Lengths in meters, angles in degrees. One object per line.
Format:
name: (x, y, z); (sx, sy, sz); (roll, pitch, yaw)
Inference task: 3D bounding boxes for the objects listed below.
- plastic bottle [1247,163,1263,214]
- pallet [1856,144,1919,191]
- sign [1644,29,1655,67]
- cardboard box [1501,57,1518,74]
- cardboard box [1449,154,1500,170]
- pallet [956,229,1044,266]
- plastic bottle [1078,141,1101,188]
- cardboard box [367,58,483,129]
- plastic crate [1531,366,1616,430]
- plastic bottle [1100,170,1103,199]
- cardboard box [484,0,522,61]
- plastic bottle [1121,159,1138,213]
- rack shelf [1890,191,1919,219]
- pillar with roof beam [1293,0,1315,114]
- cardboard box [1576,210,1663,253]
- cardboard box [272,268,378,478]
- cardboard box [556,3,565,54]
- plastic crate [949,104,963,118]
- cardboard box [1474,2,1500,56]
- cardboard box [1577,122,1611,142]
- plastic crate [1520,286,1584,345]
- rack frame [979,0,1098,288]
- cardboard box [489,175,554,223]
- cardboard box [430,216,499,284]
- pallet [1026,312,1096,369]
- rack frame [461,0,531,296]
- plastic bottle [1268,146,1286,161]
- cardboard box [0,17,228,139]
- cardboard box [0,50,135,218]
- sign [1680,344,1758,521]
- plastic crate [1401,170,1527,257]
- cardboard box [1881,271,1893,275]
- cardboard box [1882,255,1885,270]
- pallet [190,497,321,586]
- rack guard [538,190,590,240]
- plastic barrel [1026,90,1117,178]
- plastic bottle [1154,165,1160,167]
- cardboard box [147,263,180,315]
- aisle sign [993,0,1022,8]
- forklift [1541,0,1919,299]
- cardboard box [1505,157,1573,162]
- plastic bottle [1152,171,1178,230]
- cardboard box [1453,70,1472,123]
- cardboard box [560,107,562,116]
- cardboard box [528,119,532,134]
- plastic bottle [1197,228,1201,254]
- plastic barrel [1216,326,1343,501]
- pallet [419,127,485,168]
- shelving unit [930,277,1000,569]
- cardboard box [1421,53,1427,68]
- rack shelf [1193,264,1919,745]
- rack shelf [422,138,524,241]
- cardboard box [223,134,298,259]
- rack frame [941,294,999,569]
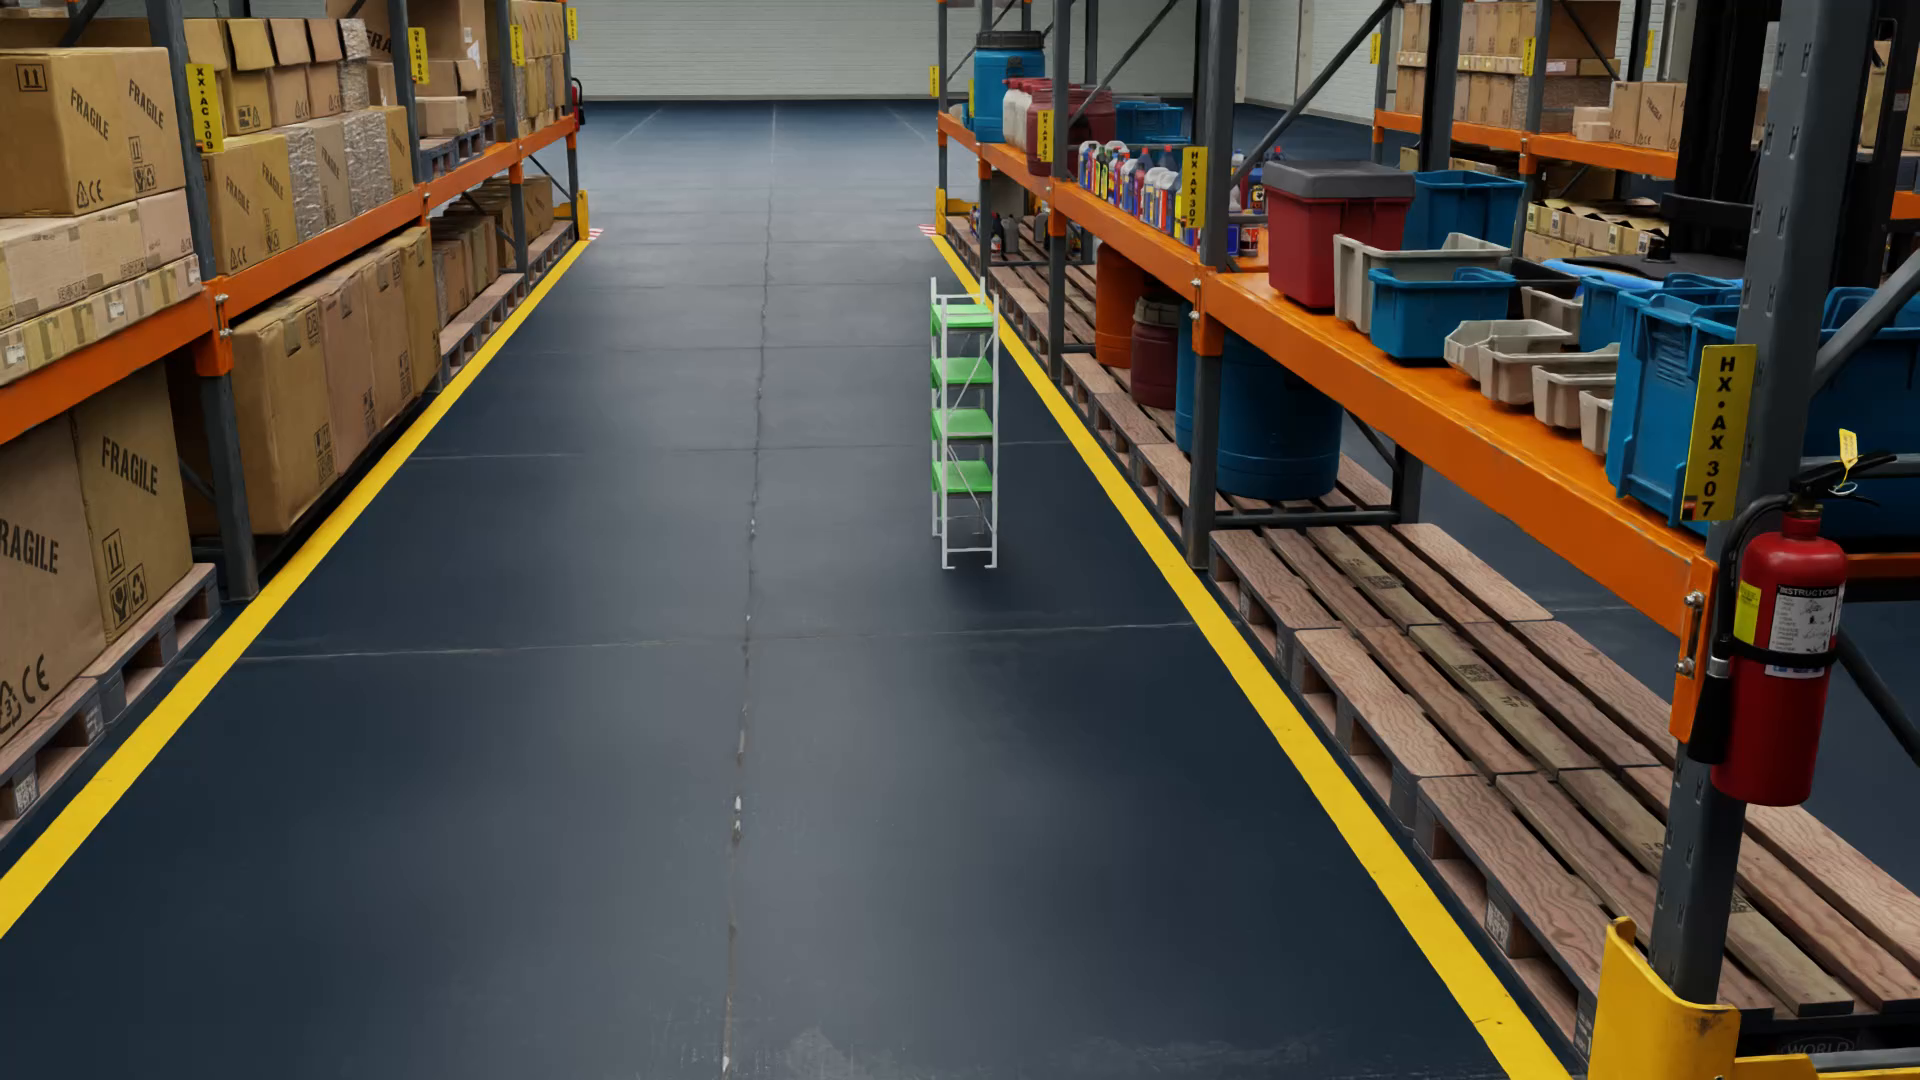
plastic bottle: (1.567, -1.849, 8.774); (0.097, 0.271, 0.097); (0, 17, 0)
pallet: (6.158, -2.379, 10.568); (1.213, 0.211, 1.003); (-2, 18, -6)
sign: (6.145, -4.397, 14.873); (0.100, 0.325, 0.005); (-2, 18, -6)
cardboard box: (5.312, -4.446, 15.580); (0.380, 0.149, 0.250); (-2, 18, -7)
cardboard box: (5.179, -3.687, 17.050); (0.500, 0.500, 0.500); (-2, 18, -6)
pallet: (0.522, -2.946, 16.708); (1.003, 0.211, 1.213); (-2, 18, -6)
plastic bottle: (0.814, -2.321, 10.268); (0.152, 0.276, 0.135); (-2, 18, -6)
cardboard box: (-3.977, -3.293, 12.286); (0.797, 0.503, 0.637); (0, 17, 0)
plastic crate: (1.636, -0.362, 4.163); (0.396, 0.136, 0.243); (-2, 18, -6)
plastic bottle: (0.860, -2.072, 9.601); (0.097, 0.201, 0.097); (0, 17, 0)
cardboard box: (-4.042, -4.366, 14.243); (0.500, 0.500, 0.500); (-2, 18, -6)
plastic bottle: (0.957, -1.907, 8.952); (0.152, 0.276, 0.135); (-2, 18, -6)
rack shelf: (6.225, -1.732, 9.386); (1.077, 0.370, 4.000); (-2, 18, -6)
pillar with roof beam: (4.295, -14.906, 40.134); (9.100, 9.000, 0.400); (-2, 18, -6)
cardboard box: (5.502, -2.584, 13.854); (0.500, 0.311, 0.500); (-2, 18, -7)
cardboard box: (-3.602, -0.817, 8.117); (1.225, 0.875, 0.875); (-2, 18, -8)
cardboard box: (-4.358, -5.260, 17.090); (0.500, 0.500, 0.500); (-2, 18, -6)
plastic crate: (0.038, -4.500, 17.443); (0.298, 0.136, 0.250); (-2, 18, -6)
cardboard box: (5.449, -4.961, 16.138); (0.700, 0.500, 0.500); (-2, 18, -6)
cardboard box: (5.494, -3.472, 14.149); (0.380, 0.149, 0.250); (-2, 18, -6)
plastic crate: (1.982, -0.720, 5.304); (0.293, 0.136, 0.466); (-2, 18, -6)
rack frame: (0.679, -3.710, 14.488); (1.000, 3.000, 0.127); (-2, 18, -6)
cardboard box: (-4.613, -3.570, 17.514); (0.500, 0.500, 0.500); (1, 17, 5)
cardboard box: (-4.206, -2.391, 13.724); (0.700, 0.500, 0.500); (-3, 18, -10)
pallet: (1.050, -1.420, 11.849); (1.003, 0.211, 1.213); (-2, 18, -6)
rack frame: (-4.248, -3.557, 14.001); (1.000, 3.000, 0.127); (-2, 18, -6)
plastic bottle: (1.683, -1.904, 8.816); (0.144, 0.351, 0.185); (-2, 18, -6)
cardboard box: (-3.497, -1.890, 6.849); (0.797, 0.503, 0.637); (-2, 18, -7)
cardboard box: (-3.062, -1.324, 5.388); (0.500, 0.500, 0.500); (-2, 18, -5)
sign: (1.371, -0.191, 3.006); (0.100, 0.325, 0.005); (-2, 18, -6)
plastic crate: (1.891, -1.219, 6.480); (0.392, 0.384, 0.575); (-2, 18, -6)
cardboard box: (5.781, -1.544, 11.024); (0.500, 0.500, 0.500); (-1, 17, -3)
cardboard box: (6.256, -1.992, 11.967); (0.500, 0.311, 0.500); (-1, 17, -4)
pallet: (-3.577, -0.071, 7.551); (1.003, 0.211, 1.213); (-2, 18, -6)
rack guard: (-4.653, -3.534, 18.099); (1.175, 0.500, 0.348); (-2, 18, -6)
plastic barrel: (0.742, -2.713, 11.082); (0.600, 0.536, 0.708); (-2, 18, -6)
plastic bottle: (1.022, -1.817, 8.671); (0.097, 0.271, 0.097); (0, 17, 0)
cardboard box: (-3.039, -0.897, 5.944); (0.380, 0.149, 0.250); (-1, 17, -5)
aisle sign: (0.554, -6.173, 17.992); (0.394, 0.787, 0.004); (-2, 18, -6)
forklift: (4.639, -1.884, 8.785); (3.031, 2.935, 1.130); (-6, 18, -18)
cardboard box: (5.766, -3.554, 16.628); (0.500, 0.500, 0.500); (-2, 18, -6)
plastic bottle: (1.038, -1.674, 8.210); (0.152, 0.276, 0.135); (-2, 18, -6)
cardboard box: (5.391, -4.501, 16.840); (0.700, 0.500, 0.500); (-1, 17, -4)
cardboard box: (-4.426, -4.551, 17.584); (0.380, 0.149, 0.250); (-2, 18, -6)
cardboard box: (-4.072, -3.734, 14.981); (0.380, 0.149, 0.250); (-2, 18, -6)
plastic bottle: (1.102, -1.373, 7.375); (0.097, 0.201, 0.097); (0, 17, 0)
plastic barrel: (1.464, -0.689, 7.665); (0.600, 0.901, 0.708); (-2, 18, -6)
pallet: (-4.080, -2.863, 12.108); (1.003, 0.211, 1.213); (-2, 18, -6)
shelving unit: (0.017, -0.523, 7.340); (0.258, 1.200, 0.503); (-2, 18, -6)
cardboard box: (5.098, -5.060, 17.535); (0.380, 0.149, 0.250); (-2, 18, -6)
rack shelf: (1.710, -0.388, 5.106); (1.077, 0.370, 4.000); (-2, 18, -6)
rack shelf: (-4.042, -2.618, 12.210); (1.077, 0.370, 4.000); (-2, 18, -6)
cardboard box: (-3.274, -1.516, 7.332); (0.500, 0.500, 0.500); (-2, 18, -6)
rack frame: (0.042, -0.450, 7.109); (0.240, 1.200, 0.015); (-2, 18, -6)
